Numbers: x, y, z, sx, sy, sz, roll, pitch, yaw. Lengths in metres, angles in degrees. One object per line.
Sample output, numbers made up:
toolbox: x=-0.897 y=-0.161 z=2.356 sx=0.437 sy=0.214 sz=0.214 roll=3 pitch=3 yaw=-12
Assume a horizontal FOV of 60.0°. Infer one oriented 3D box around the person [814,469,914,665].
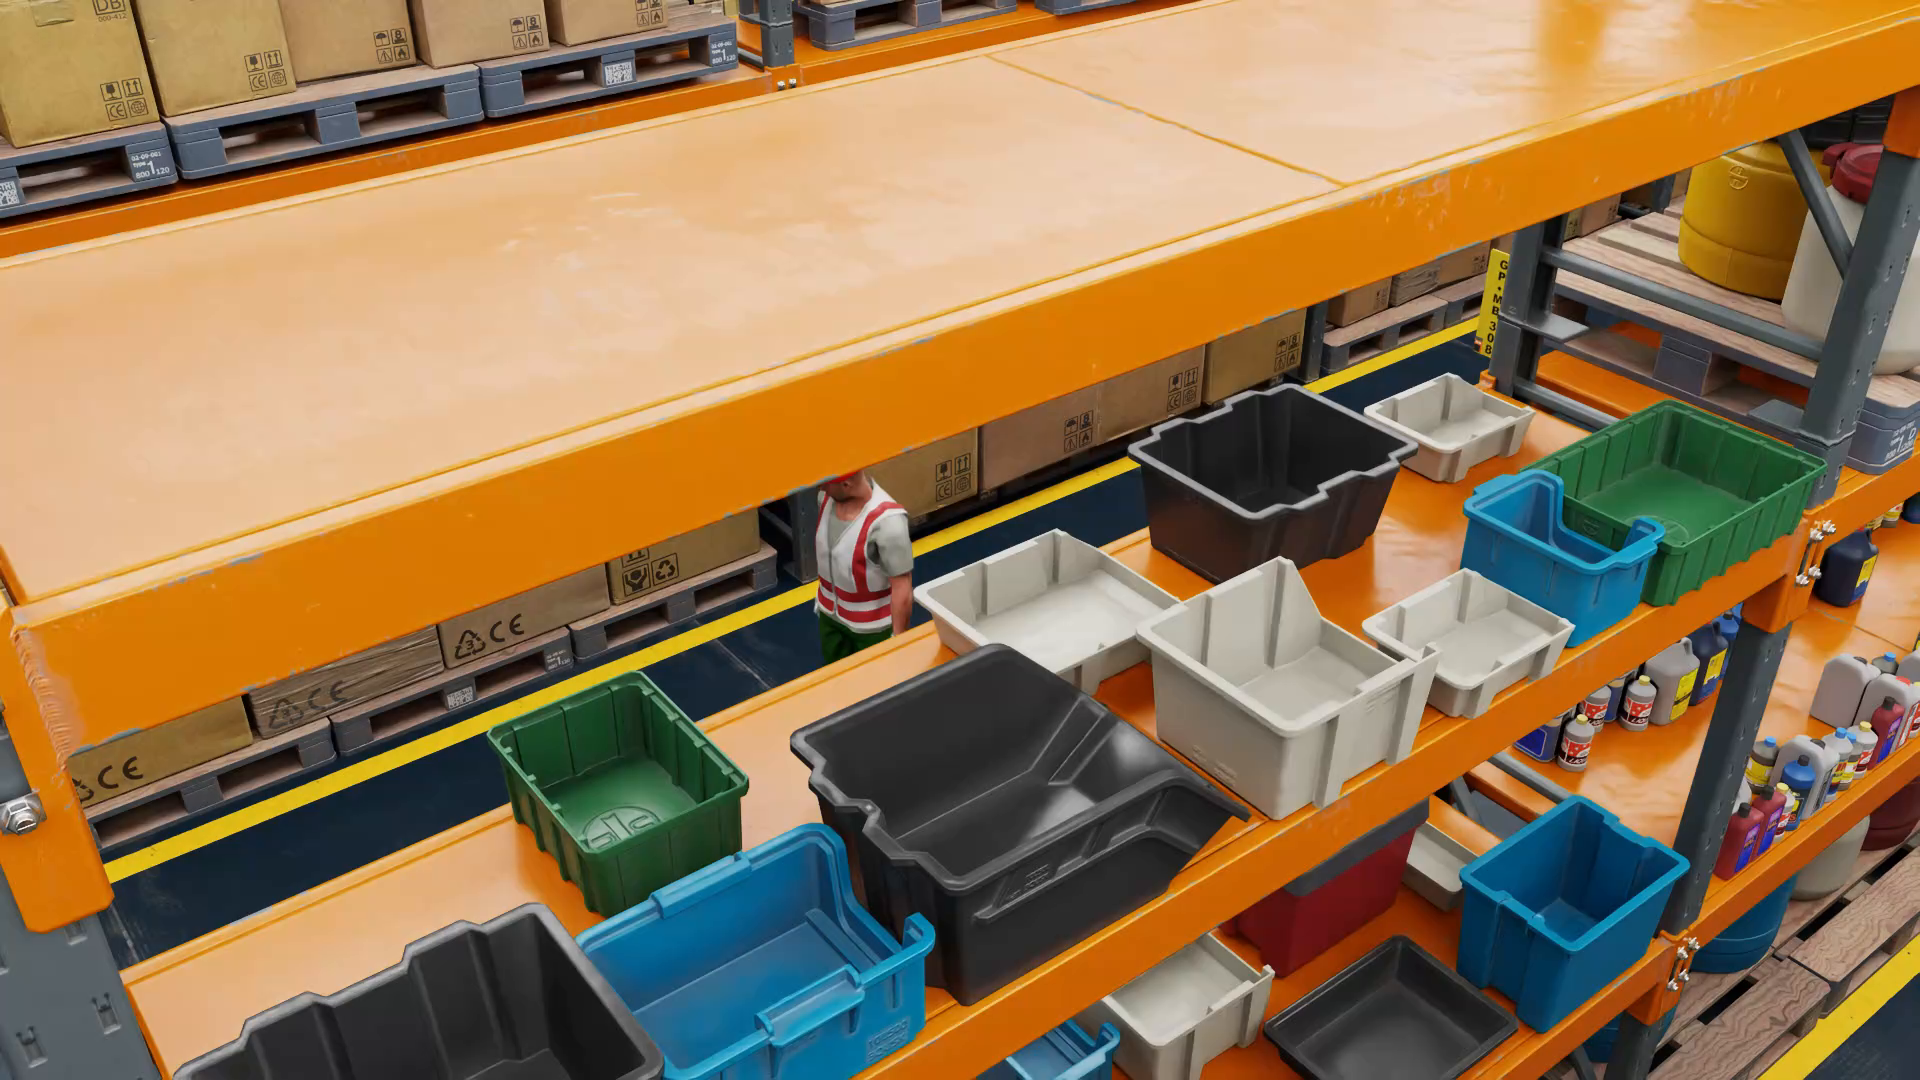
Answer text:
person: x=-0.428 y=0.352 z=7.204 sx=0.655 sy=1.802 sz=0.376 roll=26 pitch=40 yaw=35
